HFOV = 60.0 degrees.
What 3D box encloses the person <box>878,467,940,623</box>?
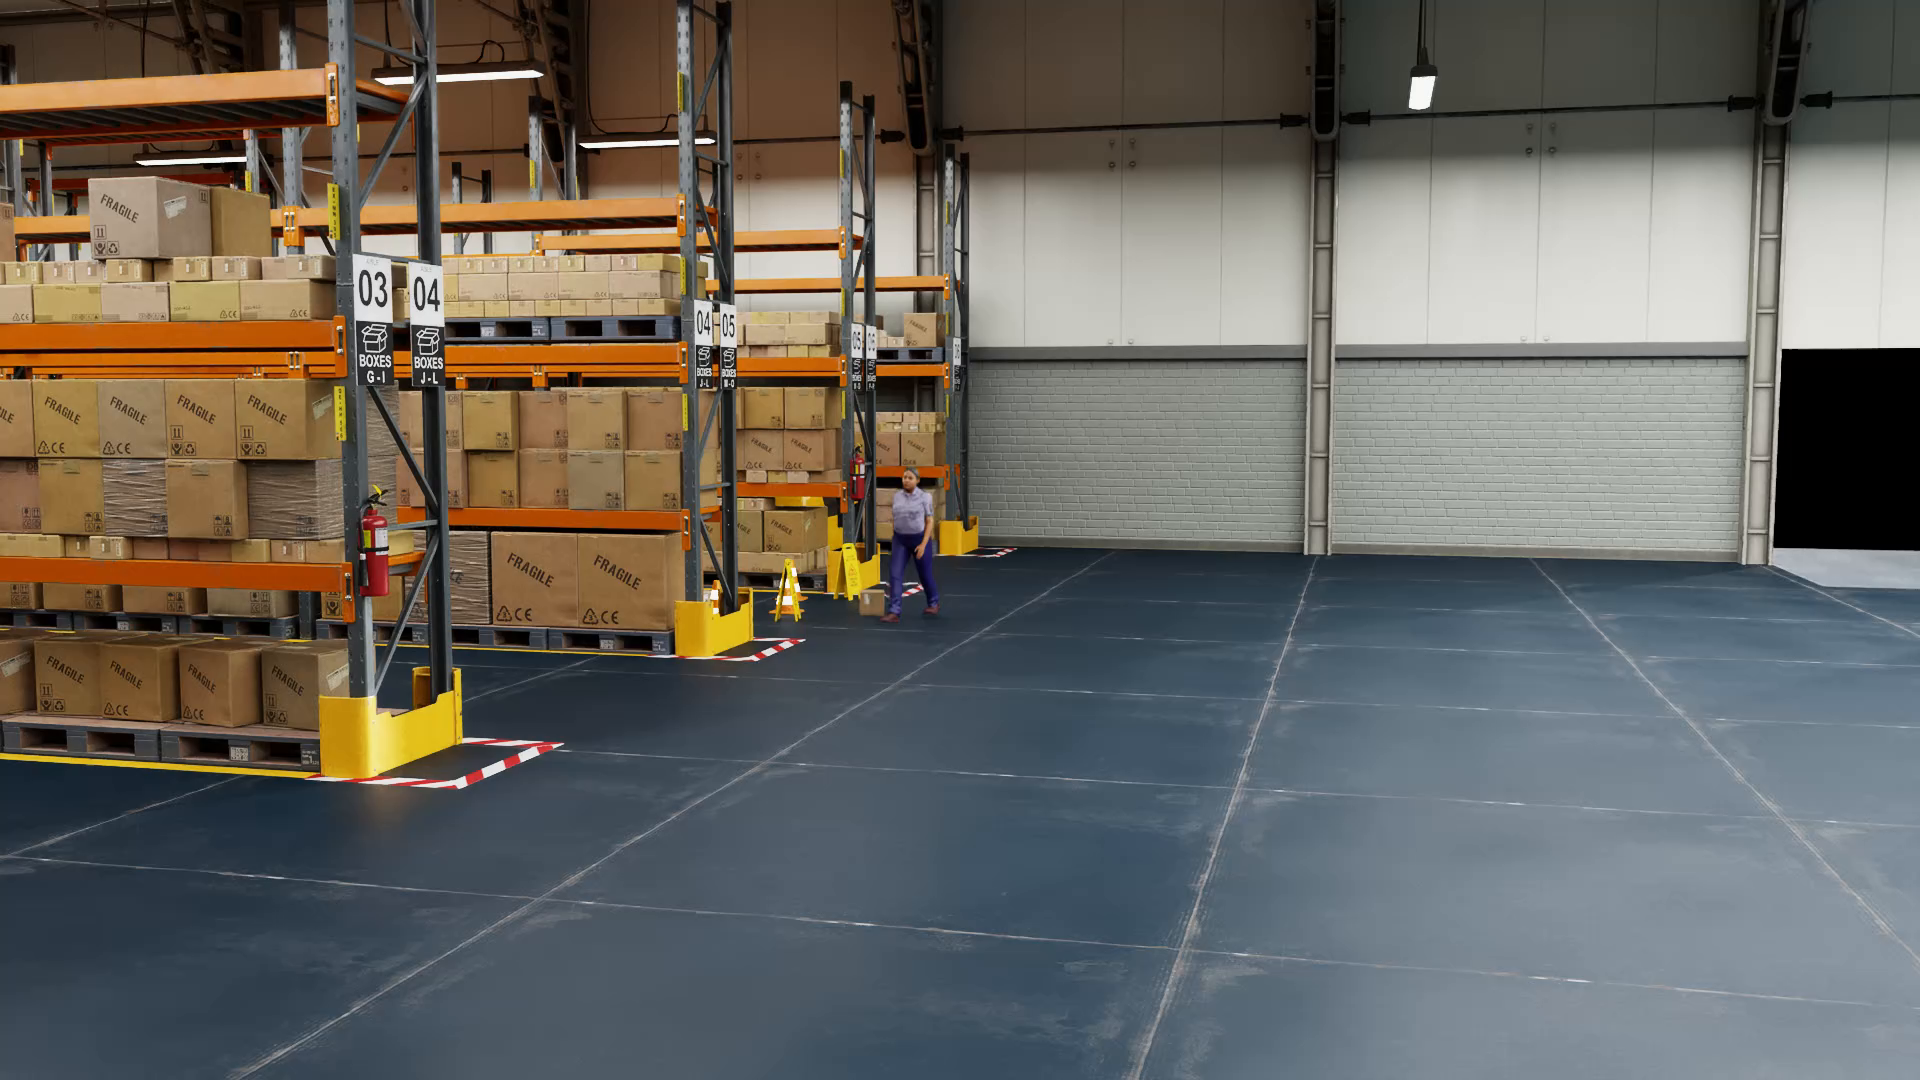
[{"bbox_3d":[-0.493,0.038,17.180,0.481,1.599,0.990,1,5,17],"label":"person"}]
